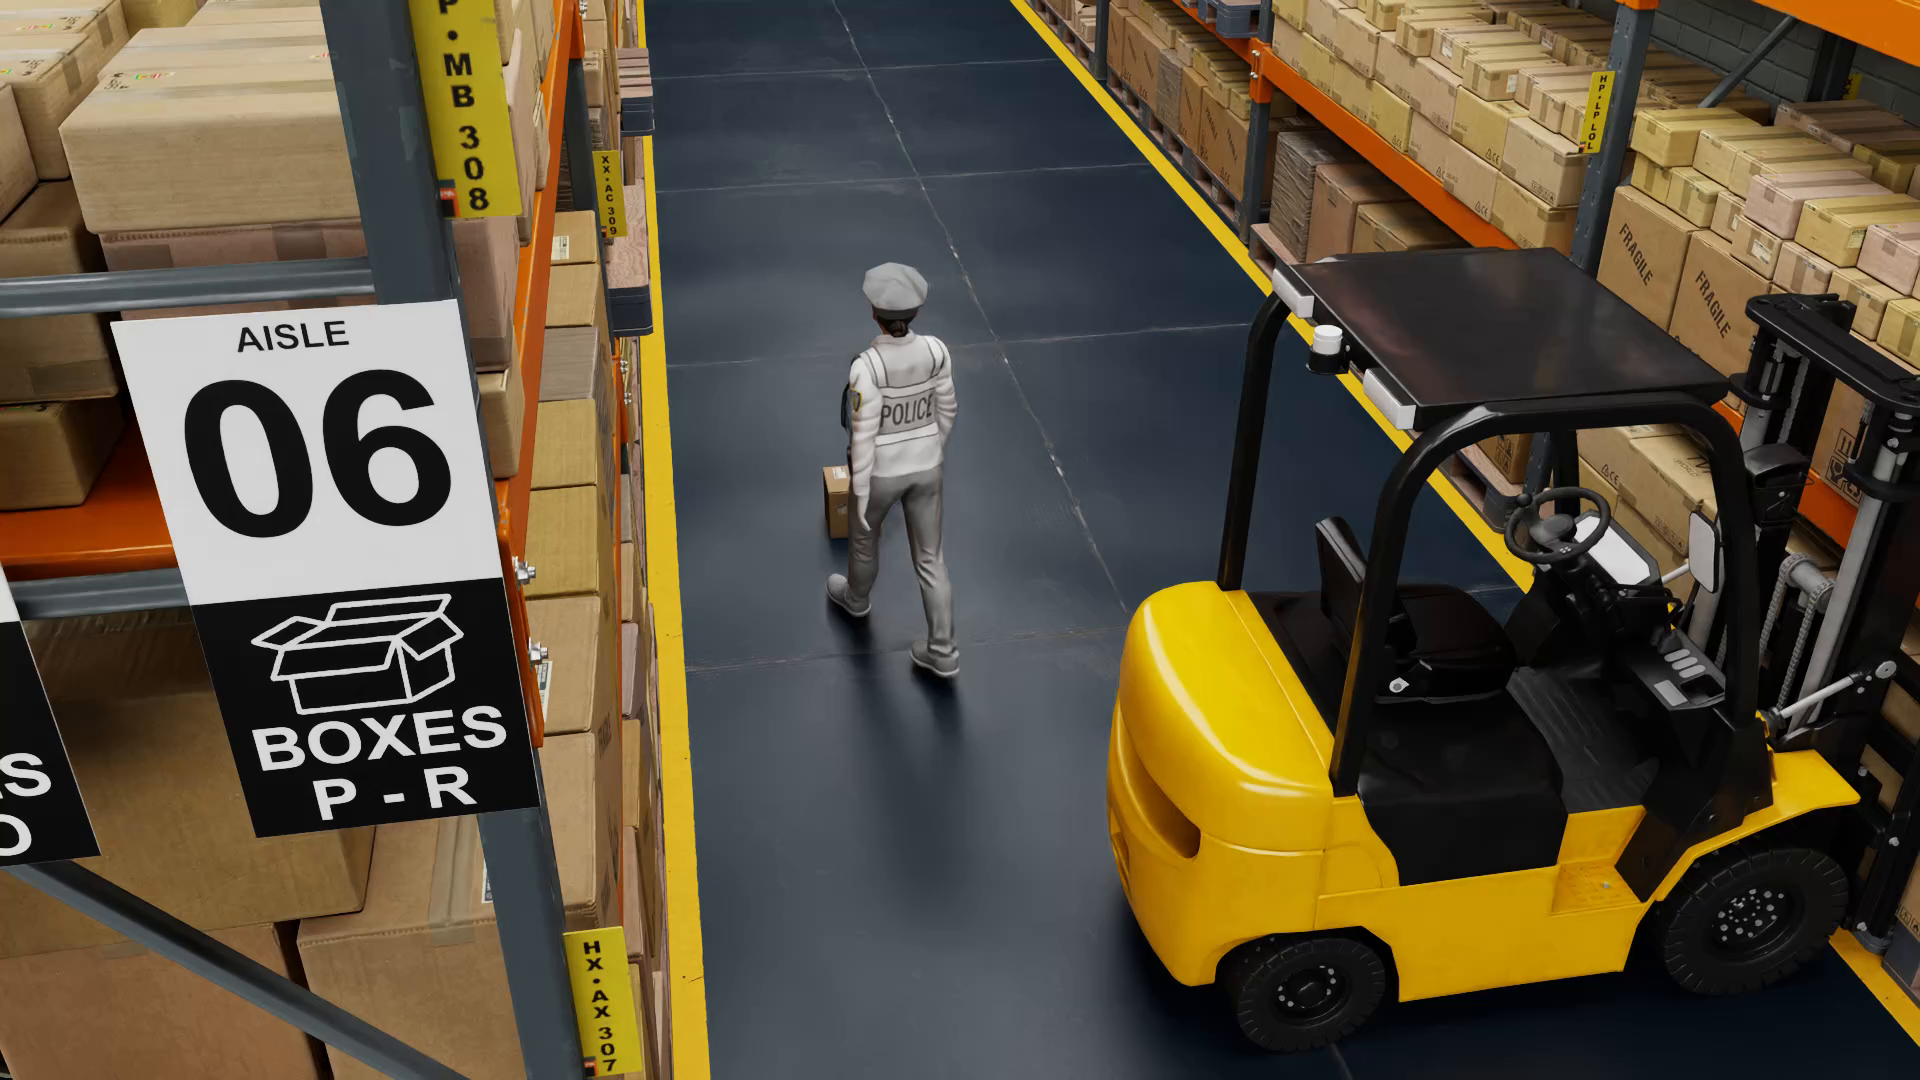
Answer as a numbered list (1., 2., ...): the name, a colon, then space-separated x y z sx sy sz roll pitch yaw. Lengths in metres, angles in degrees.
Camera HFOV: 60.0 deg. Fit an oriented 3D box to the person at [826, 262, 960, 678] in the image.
1. person: -0.251 -0.316 6.638 0.514 1.641 0.905 -15 34 -23
